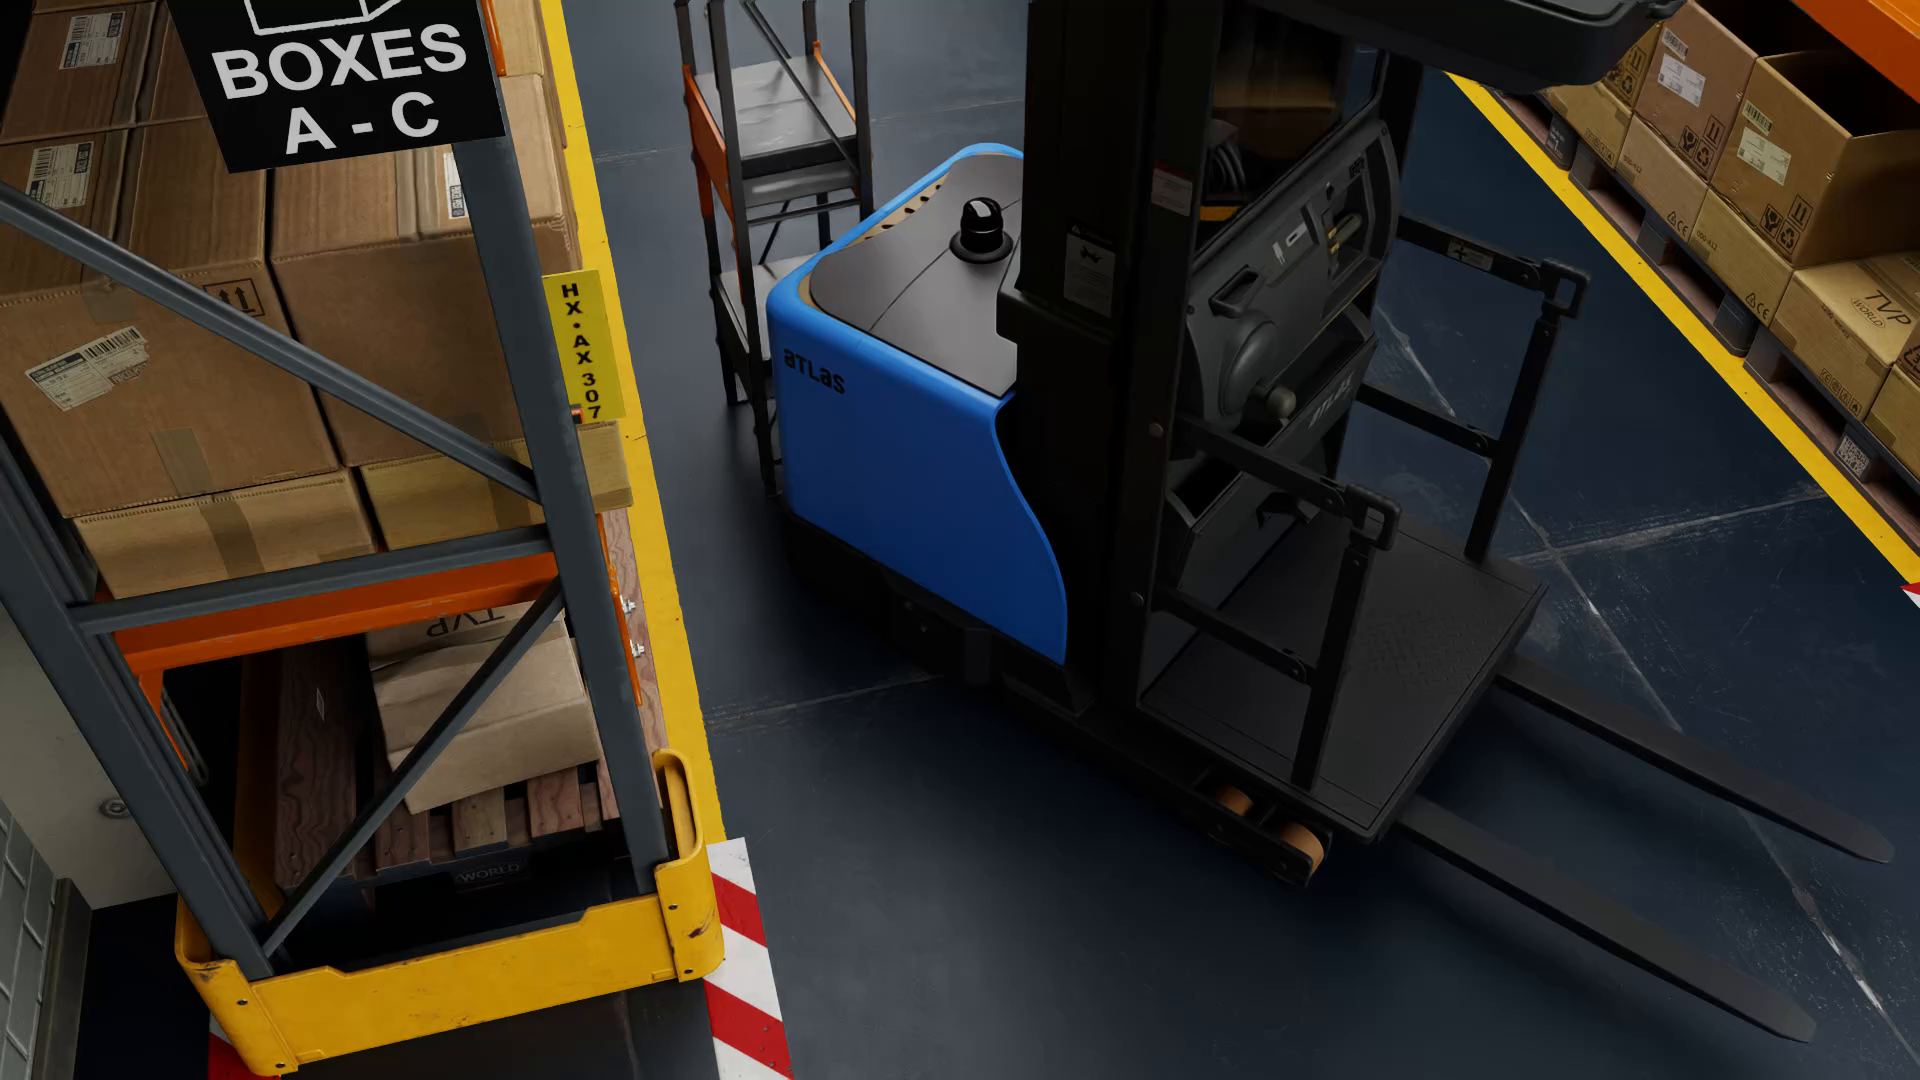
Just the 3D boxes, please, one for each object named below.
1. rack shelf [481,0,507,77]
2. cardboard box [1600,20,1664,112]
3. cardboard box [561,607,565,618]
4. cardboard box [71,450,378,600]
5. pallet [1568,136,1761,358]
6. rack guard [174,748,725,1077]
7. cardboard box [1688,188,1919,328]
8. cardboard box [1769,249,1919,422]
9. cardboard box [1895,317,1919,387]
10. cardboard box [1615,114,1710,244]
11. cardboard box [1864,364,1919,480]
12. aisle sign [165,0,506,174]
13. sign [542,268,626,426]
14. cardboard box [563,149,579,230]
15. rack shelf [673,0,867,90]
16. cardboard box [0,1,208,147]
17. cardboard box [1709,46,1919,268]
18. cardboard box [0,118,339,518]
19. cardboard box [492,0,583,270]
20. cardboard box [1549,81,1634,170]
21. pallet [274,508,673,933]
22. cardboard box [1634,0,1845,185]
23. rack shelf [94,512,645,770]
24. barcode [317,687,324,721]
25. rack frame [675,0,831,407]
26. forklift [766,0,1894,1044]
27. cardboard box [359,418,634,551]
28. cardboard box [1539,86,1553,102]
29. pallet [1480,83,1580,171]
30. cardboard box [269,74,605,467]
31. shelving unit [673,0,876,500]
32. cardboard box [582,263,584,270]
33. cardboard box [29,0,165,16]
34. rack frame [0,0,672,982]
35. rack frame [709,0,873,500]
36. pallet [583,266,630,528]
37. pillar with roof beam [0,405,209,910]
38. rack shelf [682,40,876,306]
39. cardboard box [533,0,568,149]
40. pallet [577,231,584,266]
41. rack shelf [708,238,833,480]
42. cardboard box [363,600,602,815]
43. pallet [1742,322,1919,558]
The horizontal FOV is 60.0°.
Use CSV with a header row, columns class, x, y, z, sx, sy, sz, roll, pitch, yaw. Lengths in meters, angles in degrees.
class,x,y,z,sx,sy,sz,roll,pitch,yaw
rack shelf,-1.685,-2.104,3.615,1.077,0.370,4.000,-11,47,-10
cardboard box,2.663,-1.974,6.191,0.500,0.500,0.500,-11,47,-10
cardboard box,-1.409,-0.026,4.750,0.500,0.311,0.500,-7,46,-7
cardboard box,-1.480,-0.167,3.404,0.500,0.250,0.500,-10,46,-10
pallet,3.070,-1.219,6.296,1.003,0.211,1.213,-11,47,-10
rack guard,-1.192,0.897,4.021,1.175,0.500,0.348,-11,47,-10
cardboard box,2.923,-1.022,5.783,0.500,0.250,0.500,-11,47,-10
cardboard box,3.052,-0.677,5.445,0.500,0.250,0.500,-11,47,-10
cardboard box,3.190,-0.596,4.840,0.500,0.500,0.500,-11,47,-10
cardboard box,2.796,-1.368,6.121,0.500,0.250,0.500,-11,47,-10
cardboard box,3.192,-0.334,5.109,0.500,0.250,0.500,-11,47,-10
aisle sign,-0.864,-0.840,2.153,0.394,0.787,0.004,-11,47,-10
sign,-0.648,-0.328,2.865,0.100,0.325,0.005,-11,47,-10
cardboard box,-1.262,-0.983,4.205,0.500,0.250,0.500,-11,47,-11
rack shelf,-0.523,-1.563,4.350,0.431,0.518,0.480,-15,47,-14
cardboard box,-1.618,-0.778,3.478,0.500,0.500,0.500,-10,46,-10
cardboard box,2.920,-1.284,5.514,0.500,0.500,0.500,-11,47,-10
cardboard box,-1.499,-0.429,3.136,0.500,0.500,0.500,-11,47,-11
cardboard box,-1.121,-0.870,3.568,0.500,0.500,0.500,-11,47,-10
cardboard box,2.663,-1.712,6.459,0.500,0.250,0.500,-11,47,-10
pallet,-1.366,0.431,4.680,1.003,0.211,1.213,-11,47,-10
cardboard box,2.793,-1.630,5.853,0.500,0.500,0.500,-11,47,-10
rack shelf,-1.685,-1.054,4.687,1.077,0.370,4.000,-11,47,-10
barcode,-1.654,0.425,4.301,0.001,0.075,0.075,-11,47,-10
rack frame,-0.608,-1.246,5.001,0.400,2.100,0.015,-15,47,-14
forklift,0.945,-0.562,3.749,3.031,2.935,1.130,29,52,25
cardboard box,-0.991,-0.275,3.510,0.500,0.250,0.500,-12,47,-11
cardboard box,2.540,-2.058,6.798,0.500,0.250,0.500,-11,47,-10
pallet,2.754,-2.062,7.123,1.003,0.211,1.213,-11,47,-10
cardboard box,-1.004,-0.527,3.232,0.500,0.500,0.500,-11,47,-10
shelving unit,-0.523,-1.082,4.841,0.431,2.100,0.503,-15,47,-14
cardboard box,-1.137,-0.631,3.859,0.500,0.250,0.500,-12,47,-12
cardboard box,-1.755,-1.134,3.827,0.500,0.500,0.500,-12,47,-11
rack frame,-1.173,0.075,3.076,1.000,3.000,0.127,-11,47,-10
rack frame,-0.438,-0.919,4.680,0.400,2.100,0.015,-15,47,-14
pallet,-1.675,-0.410,5.504,1.003,0.211,1.213,-11,47,-10
pillar with roof beam,1.973,-3.137,2.024,9.100,9.000,0.400,-11,47,-10
rack shelf,-0.523,-1.073,4.850,0.431,0.518,0.480,-15,47,-14
cardboard box,-1.247,-1.228,3.919,0.500,0.500,0.500,-12,47,-12
pallet,-1.991,-1.254,6.331,1.003,0.211,1.213,-11,47,-10
rack shelf,-0.523,-0.583,5.350,0.431,0.518,0.480,-15,47,-14
cardboard box,-1.263,0.368,4.364,0.500,0.311,0.500,-16,48,-15
pallet,3.379,-0.378,5.472,1.003,0.211,1.213,-11,47,-10
